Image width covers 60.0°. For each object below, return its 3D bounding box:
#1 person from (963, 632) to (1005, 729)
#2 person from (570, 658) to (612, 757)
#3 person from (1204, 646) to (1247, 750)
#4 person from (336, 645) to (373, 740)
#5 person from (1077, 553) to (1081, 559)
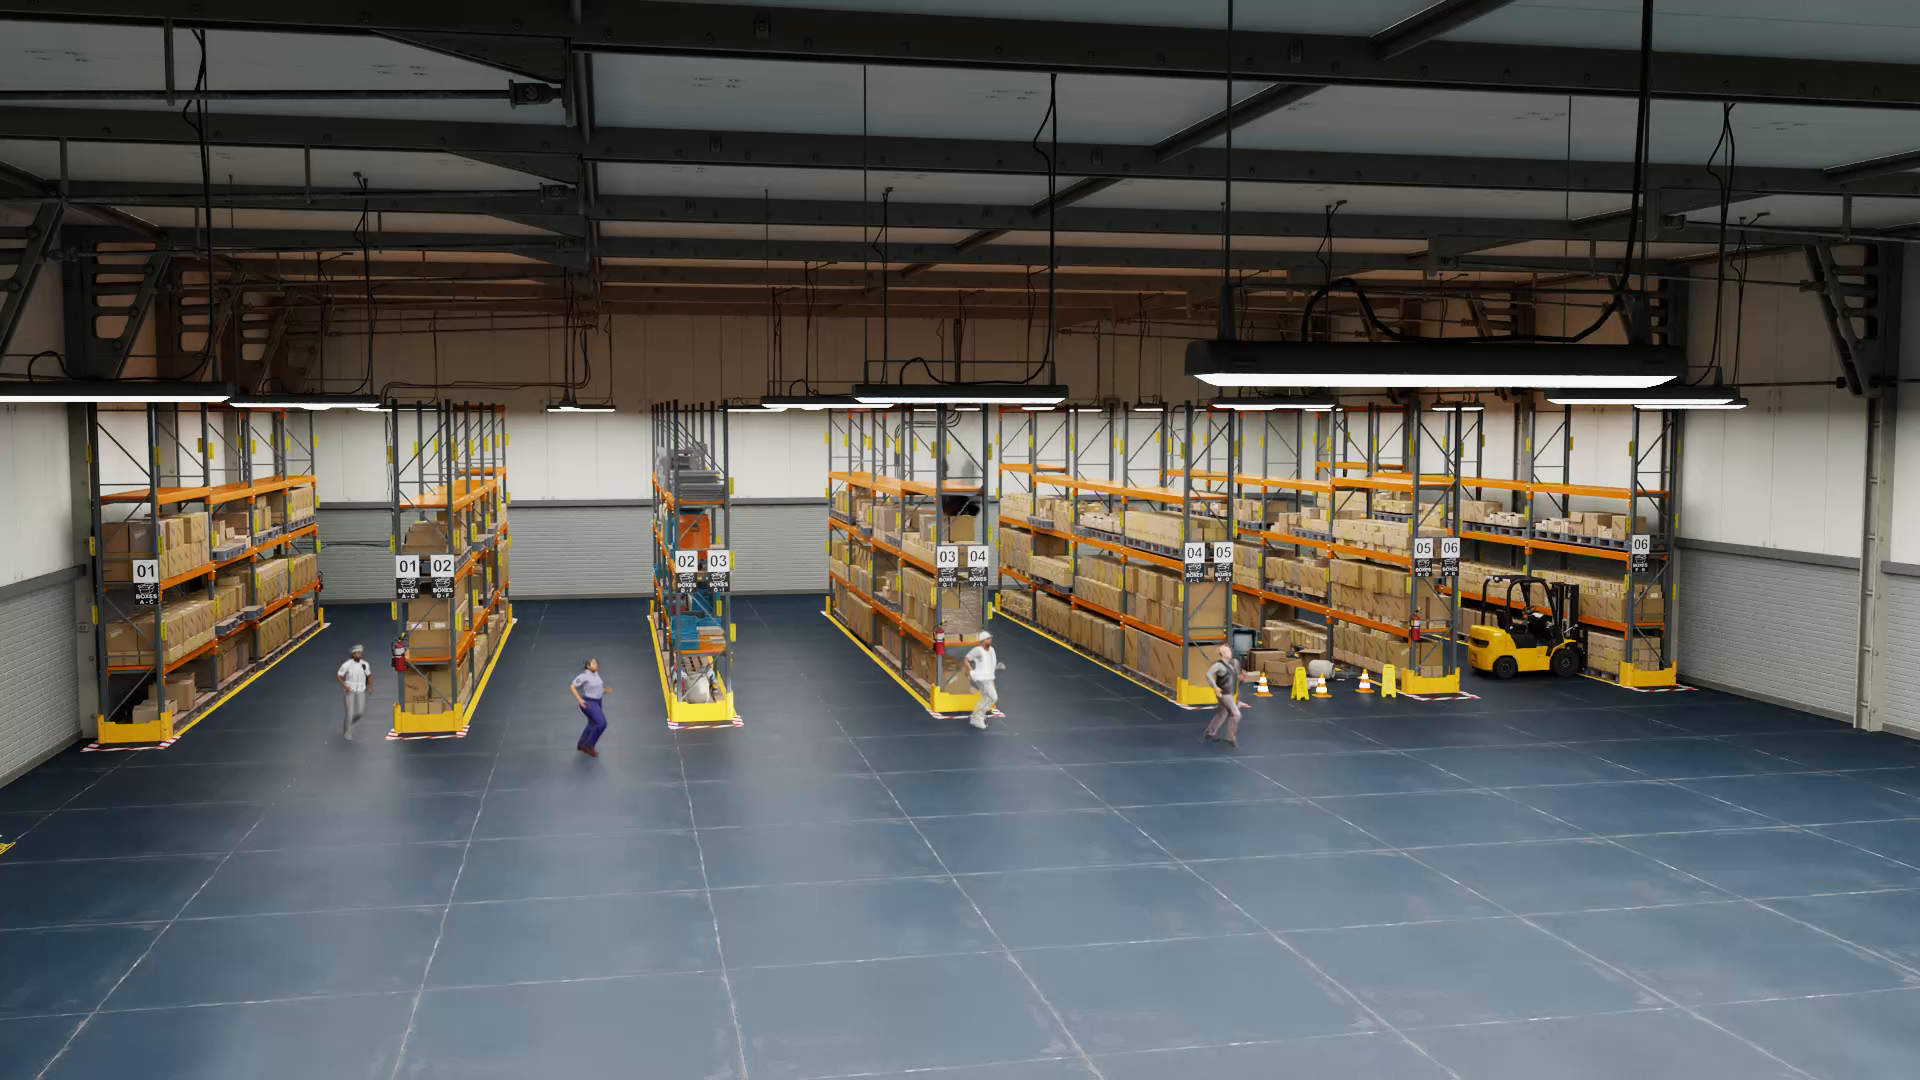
[{"bbox_3d":[0.476,2.549,30.337,0.692,1.763,0.663,3,5,32],"label":"person"},{"bbox_3d":[-6.167,2.804,27.927,0.680,1.655,0.581,1,4,12],"label":"person"},{"bbox_3d":[4.564,2.710,28.623,0.764,1.784,0.630,2,5,23],"label":"person"},{"bbox_3d":[-10.703,2.689,29.472,0.646,1.653,0.496,-4,6,-39],"label":"person"},{"bbox_3d":[3.418,1.248,48.312,0.532,1.725,0.753,-3,5,-31],"label":"person"}]
